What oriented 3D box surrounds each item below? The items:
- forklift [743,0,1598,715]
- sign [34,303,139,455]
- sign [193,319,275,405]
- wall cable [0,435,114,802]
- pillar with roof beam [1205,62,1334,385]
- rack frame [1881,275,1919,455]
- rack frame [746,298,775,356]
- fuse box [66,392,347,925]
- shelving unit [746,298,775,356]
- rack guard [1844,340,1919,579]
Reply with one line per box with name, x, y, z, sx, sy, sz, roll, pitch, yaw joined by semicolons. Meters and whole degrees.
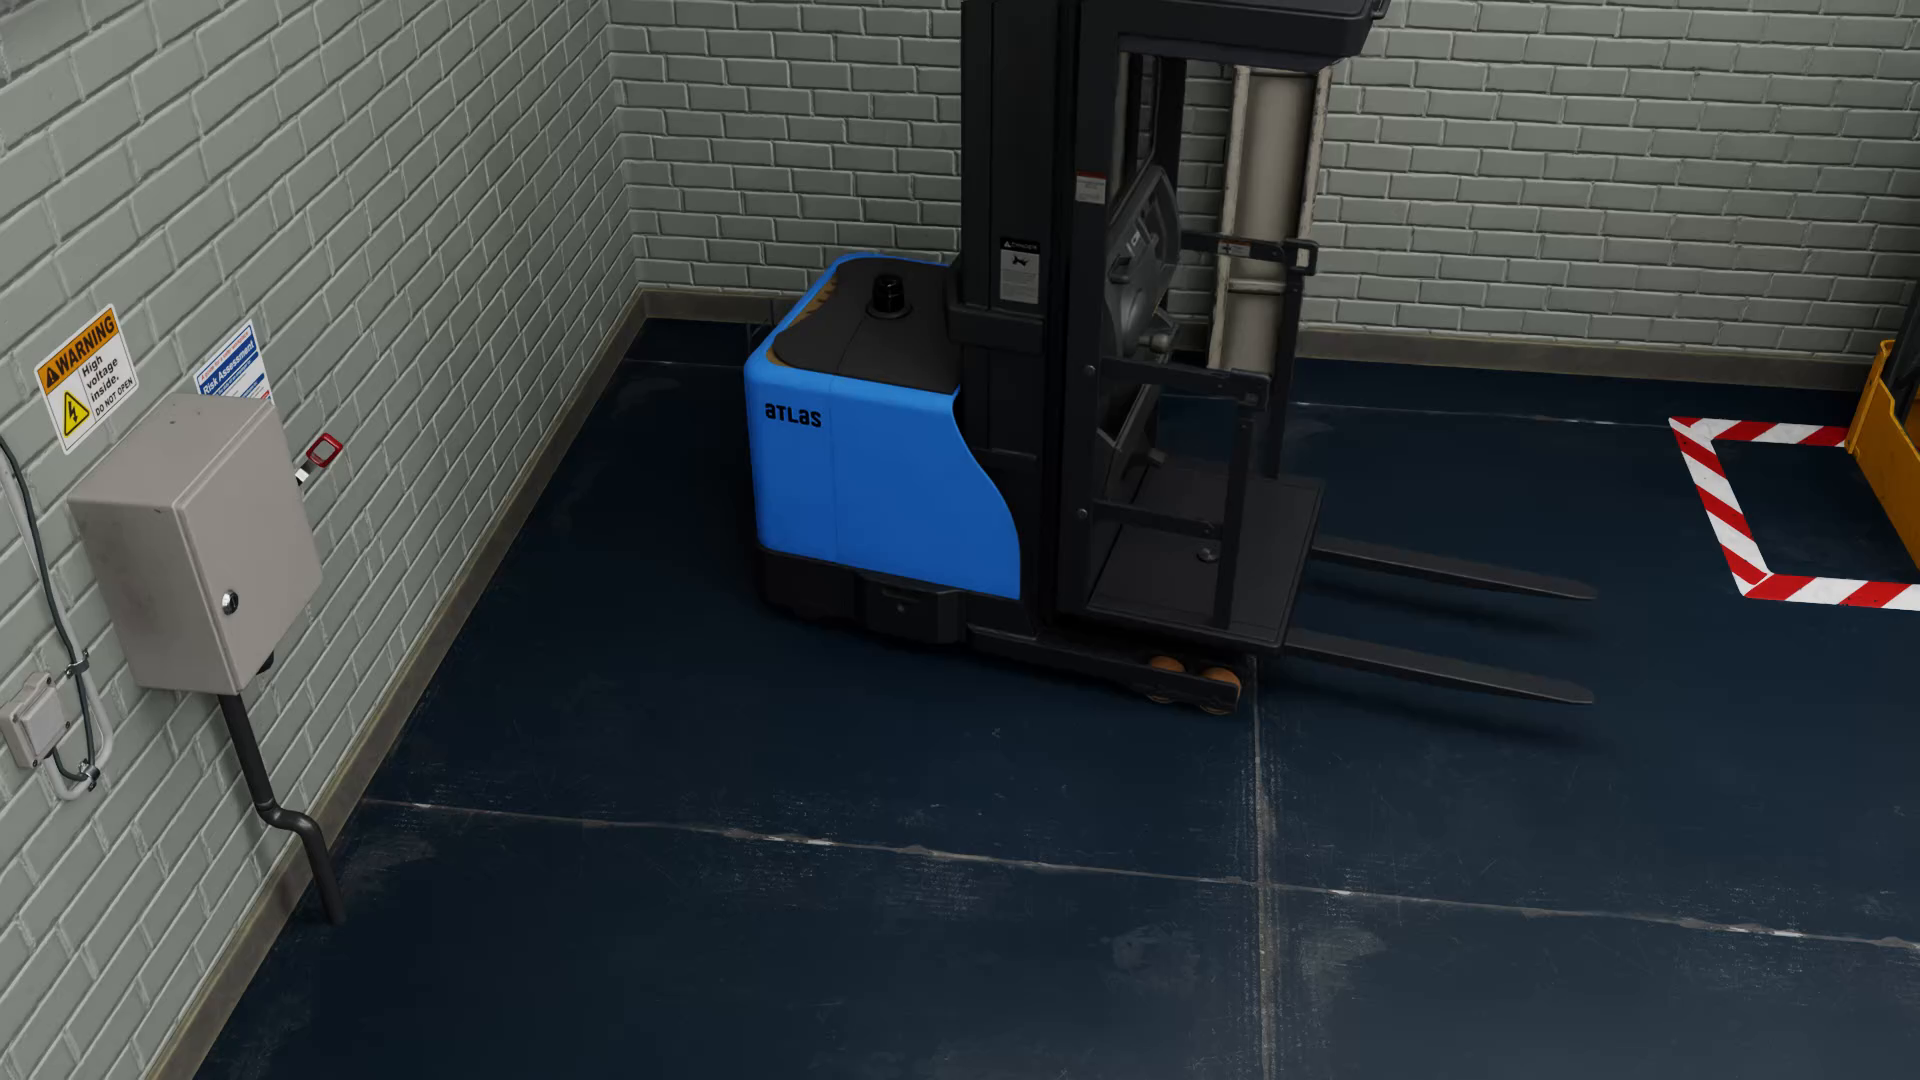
forklift;0.801;-0.924;5.521;3.031;2.935;1.130;11;37;15
sign;-2.097;-0.390;4.004;0.001;0.242;0.339;4;36;6
sign;-2.027;-0.332;4.715;0.001;0.494;0.329;4;36;6
wall cable;-2.128;-0.103;3.437;0.122;1.984;0.588;4;36;6
pillar with roof beam;0.820;-2.008;1.817;0.400;9.000;9.100;4;36;6
rack frame;3.927;-1.328;6.028;0.127;3.000;1.000;4;36;6
rack frame;-0.776;-0.518;6.701;0.006;0.900;0.240;11;37;15
fuse box;-1.885;0.454;4.641;0.414;1.711;0.539;4;36;6
shelving unit;-0.679;-0.499;6.675;0.210;0.900;0.258;11;37;15
rack guard;4.003;-0.305;6.746;0.348;0.500;1.175;4;36;6
